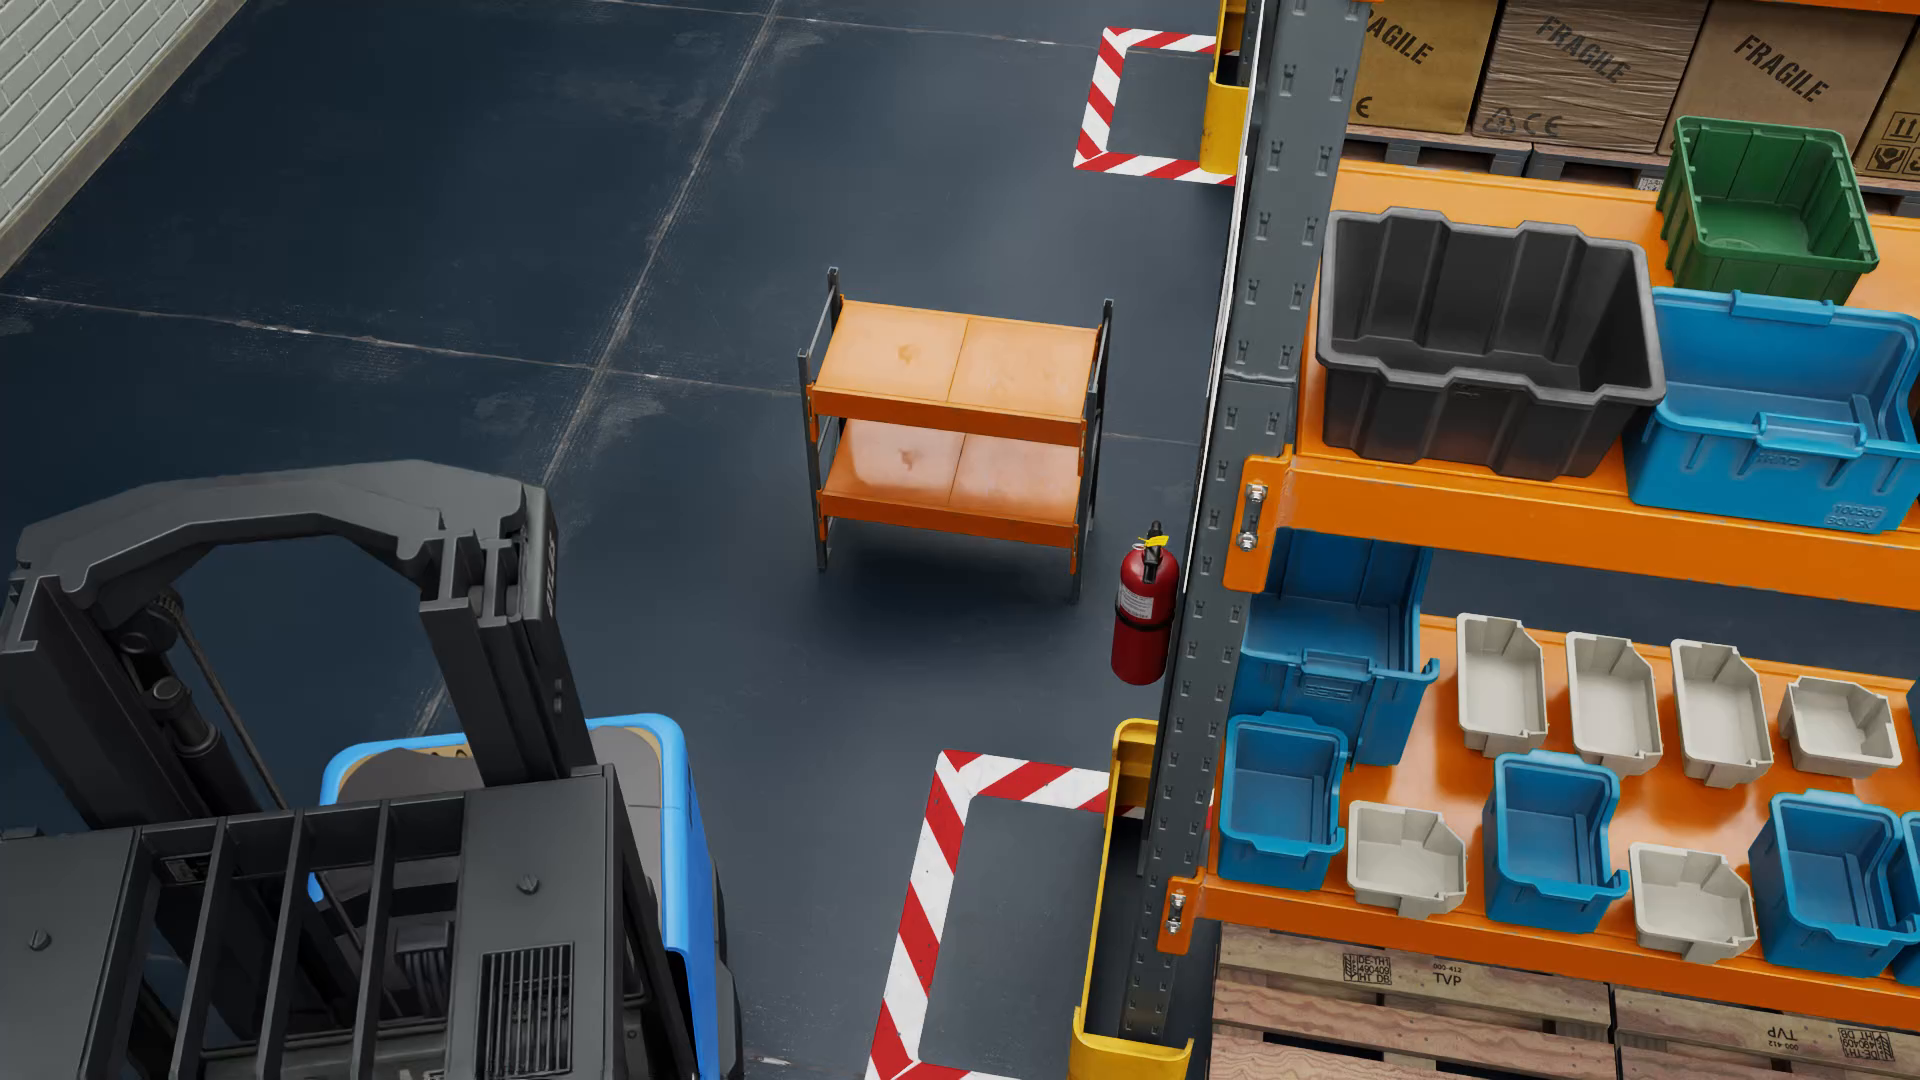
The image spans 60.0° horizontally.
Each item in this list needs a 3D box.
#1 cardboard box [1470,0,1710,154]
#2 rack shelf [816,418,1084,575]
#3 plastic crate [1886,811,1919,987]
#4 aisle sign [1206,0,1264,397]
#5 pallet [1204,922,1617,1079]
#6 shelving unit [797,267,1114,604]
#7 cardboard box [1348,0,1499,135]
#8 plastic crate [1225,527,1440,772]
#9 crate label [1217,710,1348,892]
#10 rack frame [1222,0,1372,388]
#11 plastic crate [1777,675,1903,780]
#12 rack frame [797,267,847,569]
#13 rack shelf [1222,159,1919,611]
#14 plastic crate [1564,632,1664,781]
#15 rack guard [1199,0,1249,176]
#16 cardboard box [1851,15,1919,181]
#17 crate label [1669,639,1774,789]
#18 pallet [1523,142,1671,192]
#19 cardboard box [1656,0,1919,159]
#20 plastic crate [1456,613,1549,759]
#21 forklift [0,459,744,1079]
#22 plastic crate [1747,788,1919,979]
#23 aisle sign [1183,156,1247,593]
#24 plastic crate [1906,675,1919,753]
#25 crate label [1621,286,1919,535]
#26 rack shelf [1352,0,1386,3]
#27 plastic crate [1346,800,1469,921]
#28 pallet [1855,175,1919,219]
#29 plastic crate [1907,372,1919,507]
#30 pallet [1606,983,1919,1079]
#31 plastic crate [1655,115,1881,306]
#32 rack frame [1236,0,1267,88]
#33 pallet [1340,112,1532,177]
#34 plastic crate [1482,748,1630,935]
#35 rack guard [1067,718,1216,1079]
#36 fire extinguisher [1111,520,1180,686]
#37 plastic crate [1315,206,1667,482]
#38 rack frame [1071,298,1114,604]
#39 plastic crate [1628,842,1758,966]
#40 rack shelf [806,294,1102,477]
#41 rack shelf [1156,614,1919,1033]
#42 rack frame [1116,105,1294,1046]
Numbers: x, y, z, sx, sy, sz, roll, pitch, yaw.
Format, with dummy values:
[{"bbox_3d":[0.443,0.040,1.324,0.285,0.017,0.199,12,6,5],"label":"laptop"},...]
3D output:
[{"bbox_3d":[3.036,-2.548,8.141,0.875,0.875,0.875,8,49,7],"label":"cardboard box"},{"bbox_3d":[-0.007,-0.213,6.486,1.000,0.278,0.538,8,49,7],"label":"rack shelf"},{"bbox_3d":[2.391,0.884,3.983,0.300,0.233,0.416,8,49,7],"label":"plastic crate"},{"bbox_3d":[0.597,-0.732,3.615,0.004,0.787,0.394,8,49,7],"label":"aisle sign"},{"bbox_3d":[1.420,1.430,5.295,1.213,0.211,1.003,8,49,7],"label":"pallet"},{"bbox_3d":[-0.007,-0.377,6.304,1.048,1.125,0.538,8,49,7],"label":"shelving unit"},{"bbox_3d":[2.141,-2.669,8.250,0.875,0.875,0.875,8,49,7],"label":"cardboard box"},{"bbox_3d":[0.978,0.236,4.429,0.499,0.435,0.616,8,49,7],"label":"plastic crate"},{"bbox_3d":[0.800,0.670,4.175,0.303,0.233,0.416,8,49,7],"label":"crate label"},{"bbox_3d":[0.616,-1.644,2.150,0.127,3.000,1.000,8,49,7],"label":"rack frame"},{"bbox_3d":[2.306,0.498,4.395,0.250,0.136,0.298,8,49,7],"label":"plastic crate"},{"bbox_3d":[-0.507,-0.444,6.365,0.032,1.125,0.500,8,49,7],"label":"rack frame"},{"bbox_3d":[2.584,-0.137,3.295,4.000,0.370,1.077,8,49,7],"label":"rack shelf"},{"bbox_3d":[1.733,0.453,4.435,0.243,0.136,0.396,8,49,7],"label":"plastic crate"},{"bbox_3d":[1.473,-2.432,8.571,0.348,0.500,1.175,8,49,7],"label":"rack guard"},{"bbox_3d":[4.798,-2.312,7.929,0.875,0.875,0.875,8,49,7],"label":"cardboard box"},{"bbox_3d":[2.011,0.472,4.418,0.243,0.136,0.396,8,49,7],"label":"crate label"},{"bbox_3d":[3.494,-2.121,8.486,1.213,0.211,1.003,8,49,7],"label":"pallet"},{"bbox_3d":[3.912,-2.431,8.036,0.875,0.875,0.875,8,49,7],"label":"cardboard box"},{"bbox_3d":[1.450,0.404,4.479,0.243,0.136,0.396,8,49,7],"label":"plastic crate"},{"bbox_3d":[-1.122,1.369,3.521,1.130,2.935,3.031,-6,48,-5],"label":"forklift"},{"bbox_3d":[2.096,0.844,4.019,0.300,0.233,0.416,8,49,7],"label":"plastic crate"},{"bbox_3d":[0.492,-0.300,3.227,0.004,0.787,0.394,8,49,7],"label":"aisle sign"},{"bbox_3d":[2.682,0.481,4.346,0.300,0.233,0.416,8,49,7],"label":"plastic crate"},{"bbox_3d":[1.466,-0.234,2.999,0.502,0.251,0.408,8,49,7],"label":"crate label"},{"bbox_3d":[2.584,-1.006,2.328,4.000,0.370,1.077,8,49,7],"label":"rack shelf"},{"bbox_3d":[1.101,0.806,4.119,0.298,0.136,0.250,8,49,7],"label":"plastic crate"},{"bbox_3d":[4.698,-1.961,8.342,1.213,0.211,1.003,8,49,7],"label":"pallet"},{"bbox_3d":[2.070,-0.218,2.926,0.767,0.338,0.504,8,49,7],"label":"plastic crate"},{"bbox_3d":[2.617,1.593,5.148,1.213,0.211,1.003,8,49,7],"label":"pallet"},{"bbox_3d":[1.637,-0.650,3.415,0.336,0.188,0.450,8,49,7],"label":"plastic crate"},{"bbox_3d":[1.497,-3.265,7.639,0.127,3.000,1.000,8,49,7],"label":"rack frame"},{"bbox_3d":[2.297,-2.284,8.633,1.213,0.211,1.003,8,49,7],"label":"pallet"},{"bbox_3d":[1.448,0.757,4.097,0.300,0.233,0.416,8,49,7],"label":"plastic crate"},{"bbox_3d":[0.590,1.203,5.305,0.348,0.500,1.175,8,49,7],"label":"rack guard"},{"bbox_3d":[0.548,0.159,4.866,0.183,0.674,0.296,8,49,7],"label":"fire extinguisher"},{"bbox_3d":[0.945,-0.343,3.085,0.590,0.269,0.497,8,49,7],"label":"plastic crate"},{"bbox_3d":[0.494,-0.310,6.244,0.032,1.125,0.500,8,49,7],"label":"rack frame"},{"bbox_3d":[1.769,0.895,4.038,0.298,0.136,0.250,8,49,7],"label":"plastic crate"},{"bbox_3d":[-0.007,-0.572,6.087,1.000,0.278,0.538,8,49,7],"label":"rack shelf"},{"bbox_3d":[2.584,0.866,4.411,4.000,0.370,1.077,8,49,7],"label":"rack shelf"},{"bbox_3d":[0.616,0.361,4.381,0.127,3.000,1.000,8,49,7],"label":"rack frame"}]
